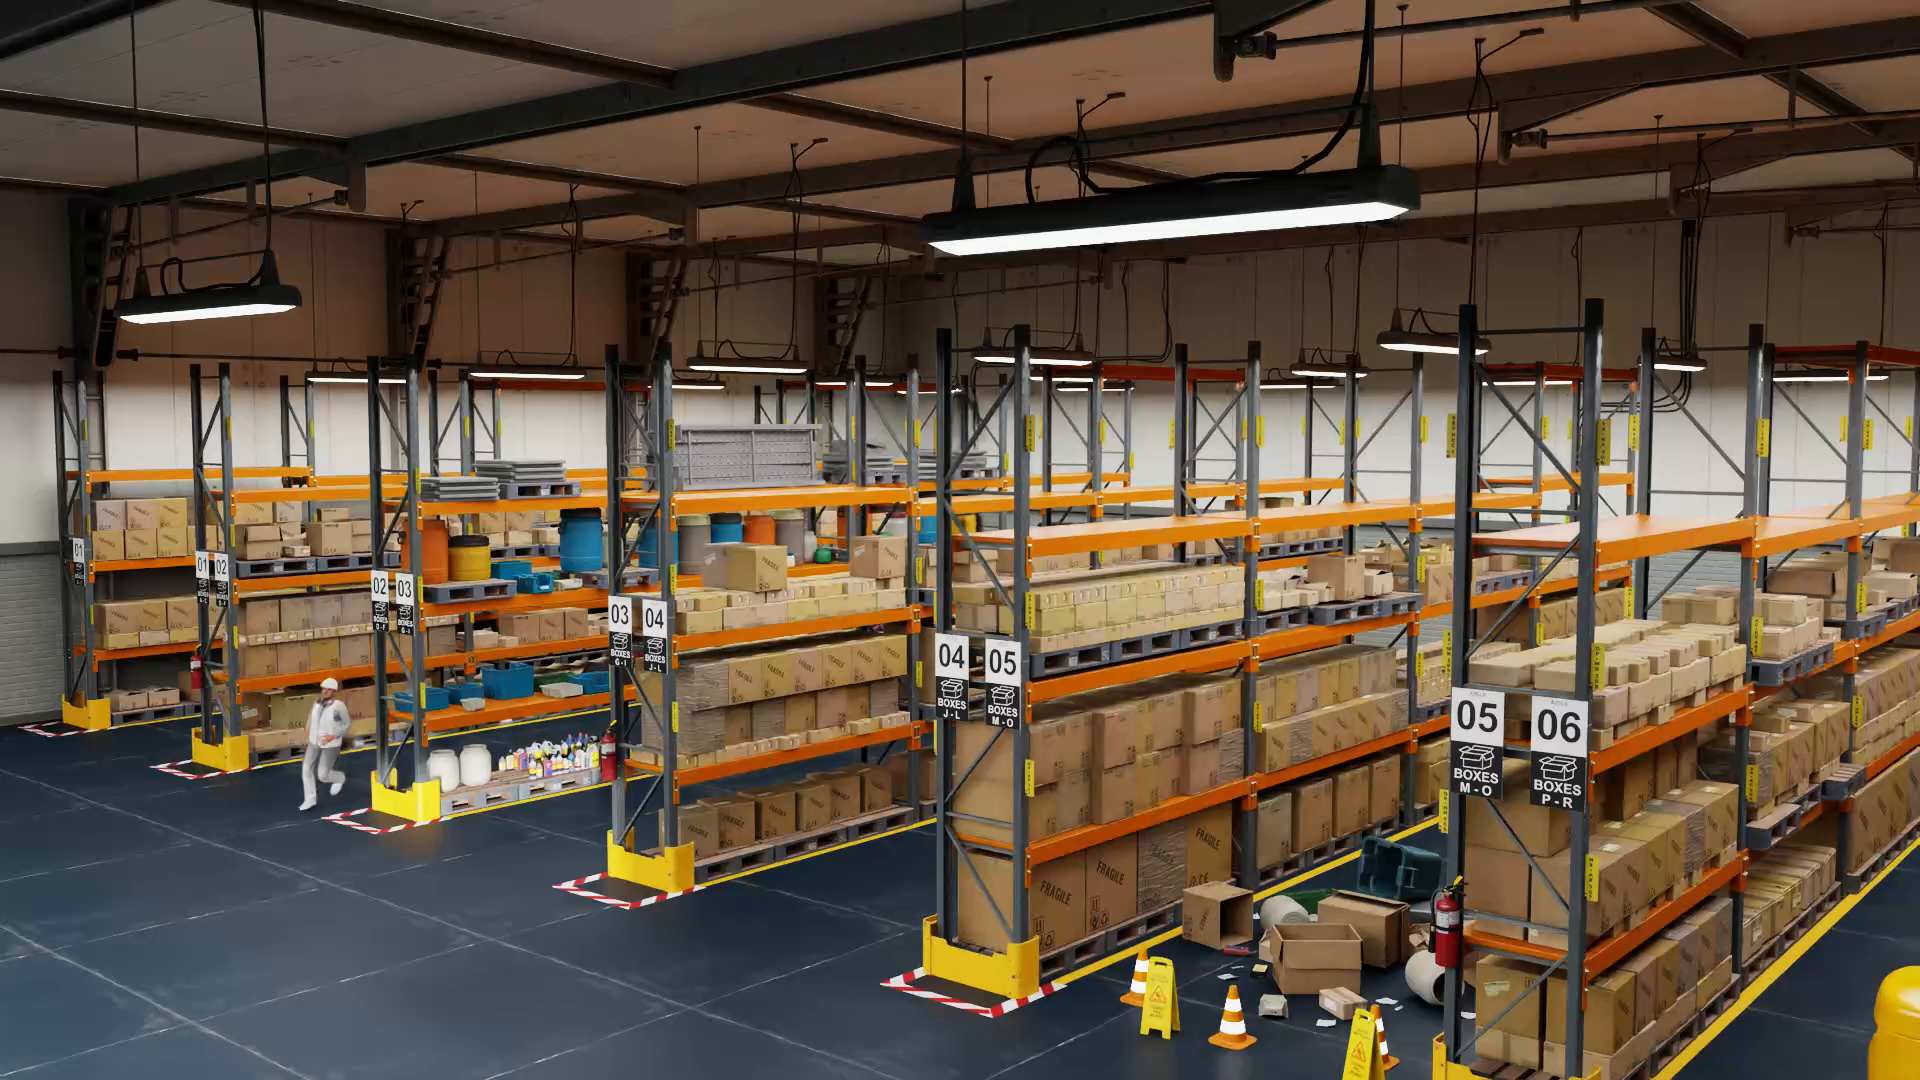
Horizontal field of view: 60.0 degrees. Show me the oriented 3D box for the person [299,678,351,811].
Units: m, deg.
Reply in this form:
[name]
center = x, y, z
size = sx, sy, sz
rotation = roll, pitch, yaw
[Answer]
[person]
center = -8.451, 2.707, 22.251
size = 0.702, 1.742, 0.768
rotation = 1, 4, 16
